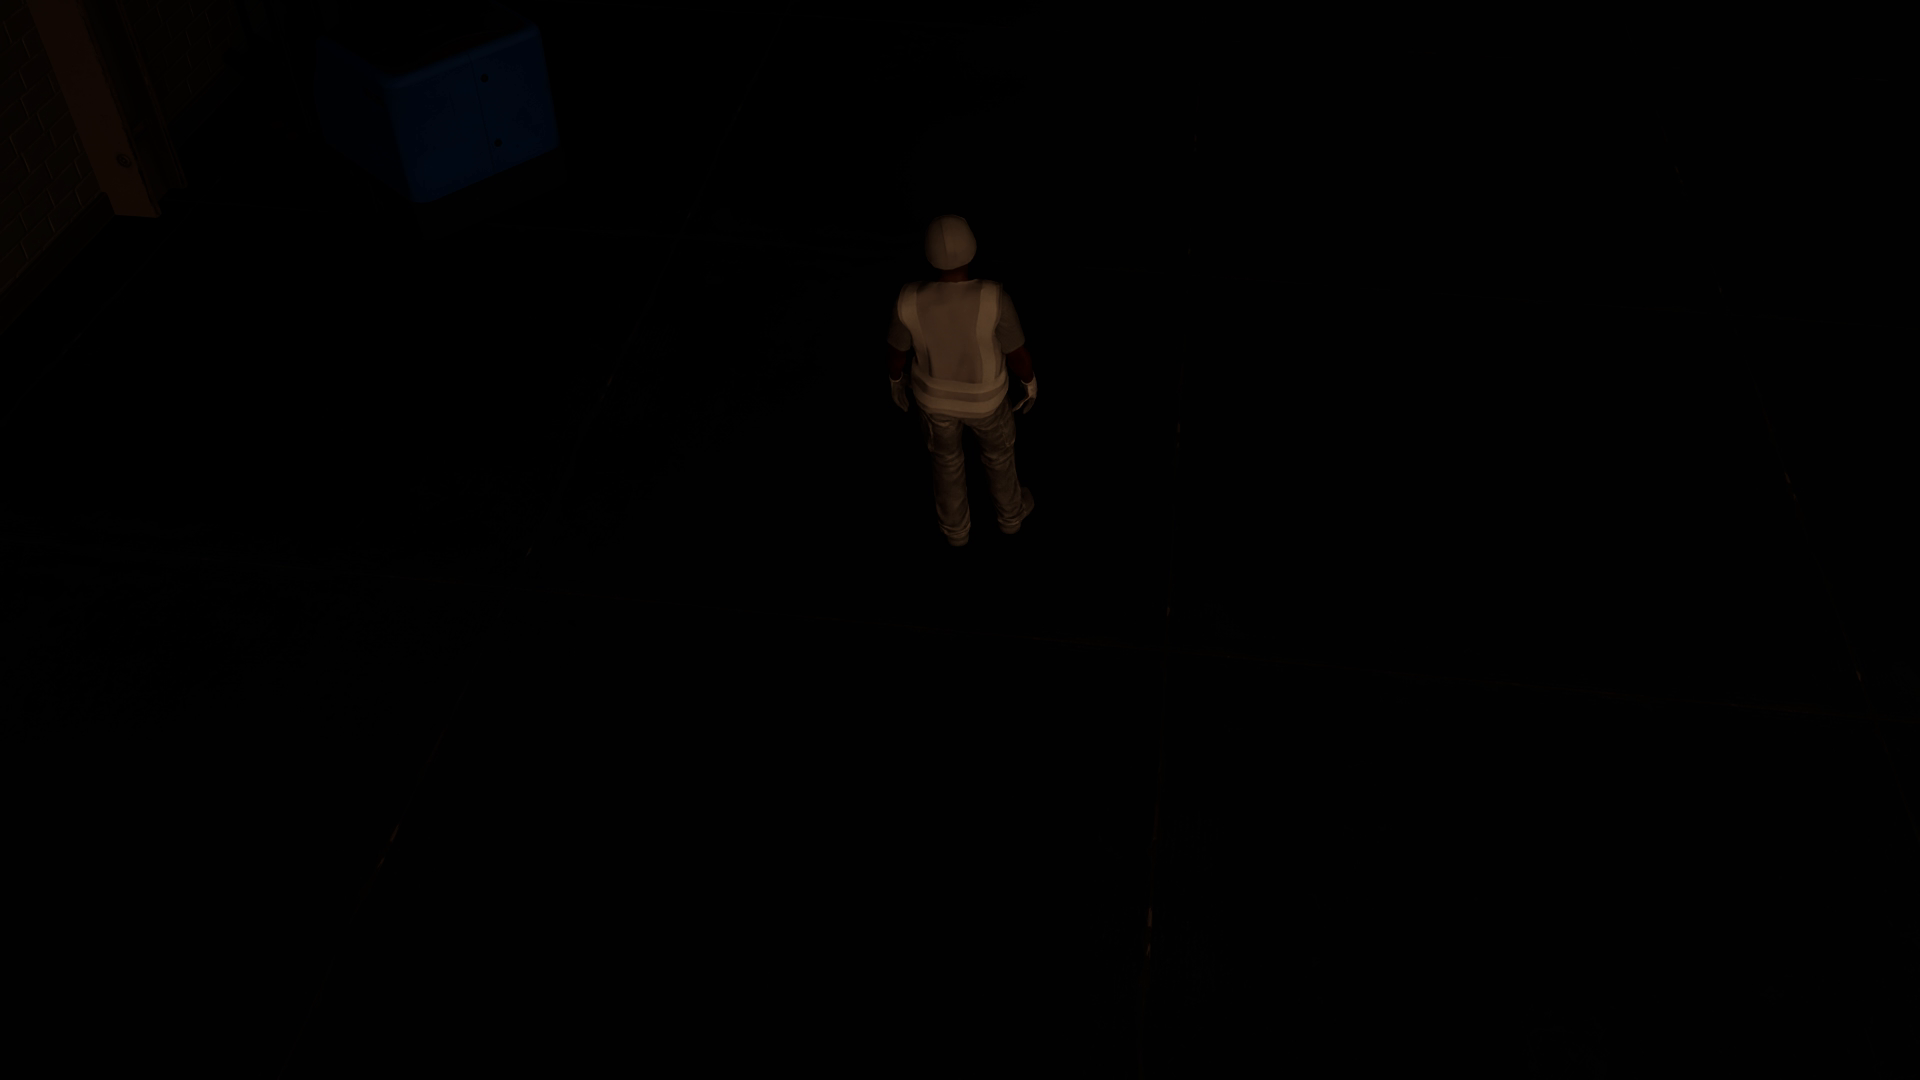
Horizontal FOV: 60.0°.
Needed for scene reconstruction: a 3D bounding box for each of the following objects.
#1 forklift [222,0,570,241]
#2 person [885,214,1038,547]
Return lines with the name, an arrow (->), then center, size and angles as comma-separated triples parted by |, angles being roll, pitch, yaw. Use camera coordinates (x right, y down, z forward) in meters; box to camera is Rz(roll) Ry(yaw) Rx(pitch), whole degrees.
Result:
forklift -> -3.792, -3.713, 9.766 | 3.031, 2.935, 1.130 | 34, 52, 31
person -> 0.019, -0.709, 7.334 | 0.656, 1.782, 0.577 | 5, 43, 6
